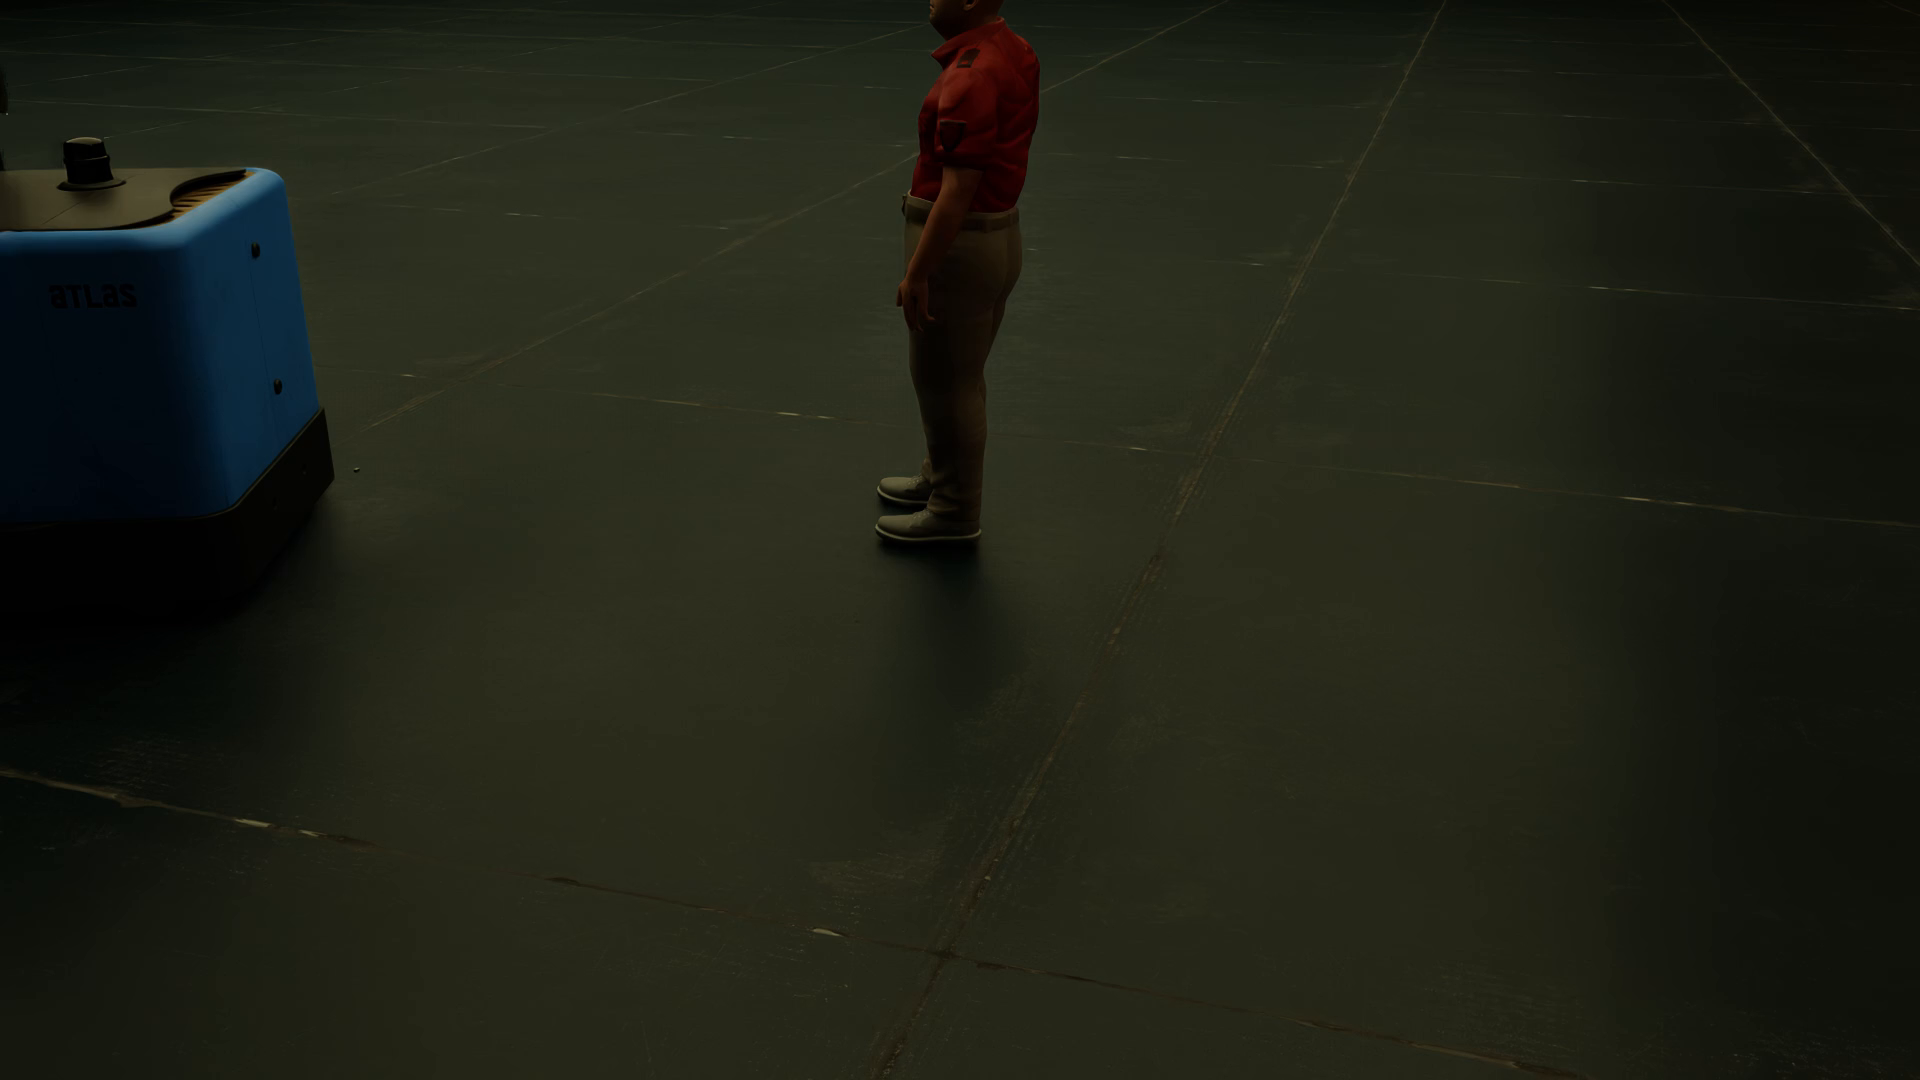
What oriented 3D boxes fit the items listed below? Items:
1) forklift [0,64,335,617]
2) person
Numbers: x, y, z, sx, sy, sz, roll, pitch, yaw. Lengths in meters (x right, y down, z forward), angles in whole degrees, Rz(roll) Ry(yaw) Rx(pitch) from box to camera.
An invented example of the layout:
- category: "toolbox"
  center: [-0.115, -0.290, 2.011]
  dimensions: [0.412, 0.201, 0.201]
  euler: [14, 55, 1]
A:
- category: "forklift"
  center: [-3.512, -1.278, 4.376]
  dimensions: [3.031, 2.935, 1.130]
  euler: [-2, 22, -4]
- category: "person"
  center: [-0.082, -0.820, 4.824]
  dimensions: [0.551, 1.727, 0.640]
  euler: [7, 23, 16]
